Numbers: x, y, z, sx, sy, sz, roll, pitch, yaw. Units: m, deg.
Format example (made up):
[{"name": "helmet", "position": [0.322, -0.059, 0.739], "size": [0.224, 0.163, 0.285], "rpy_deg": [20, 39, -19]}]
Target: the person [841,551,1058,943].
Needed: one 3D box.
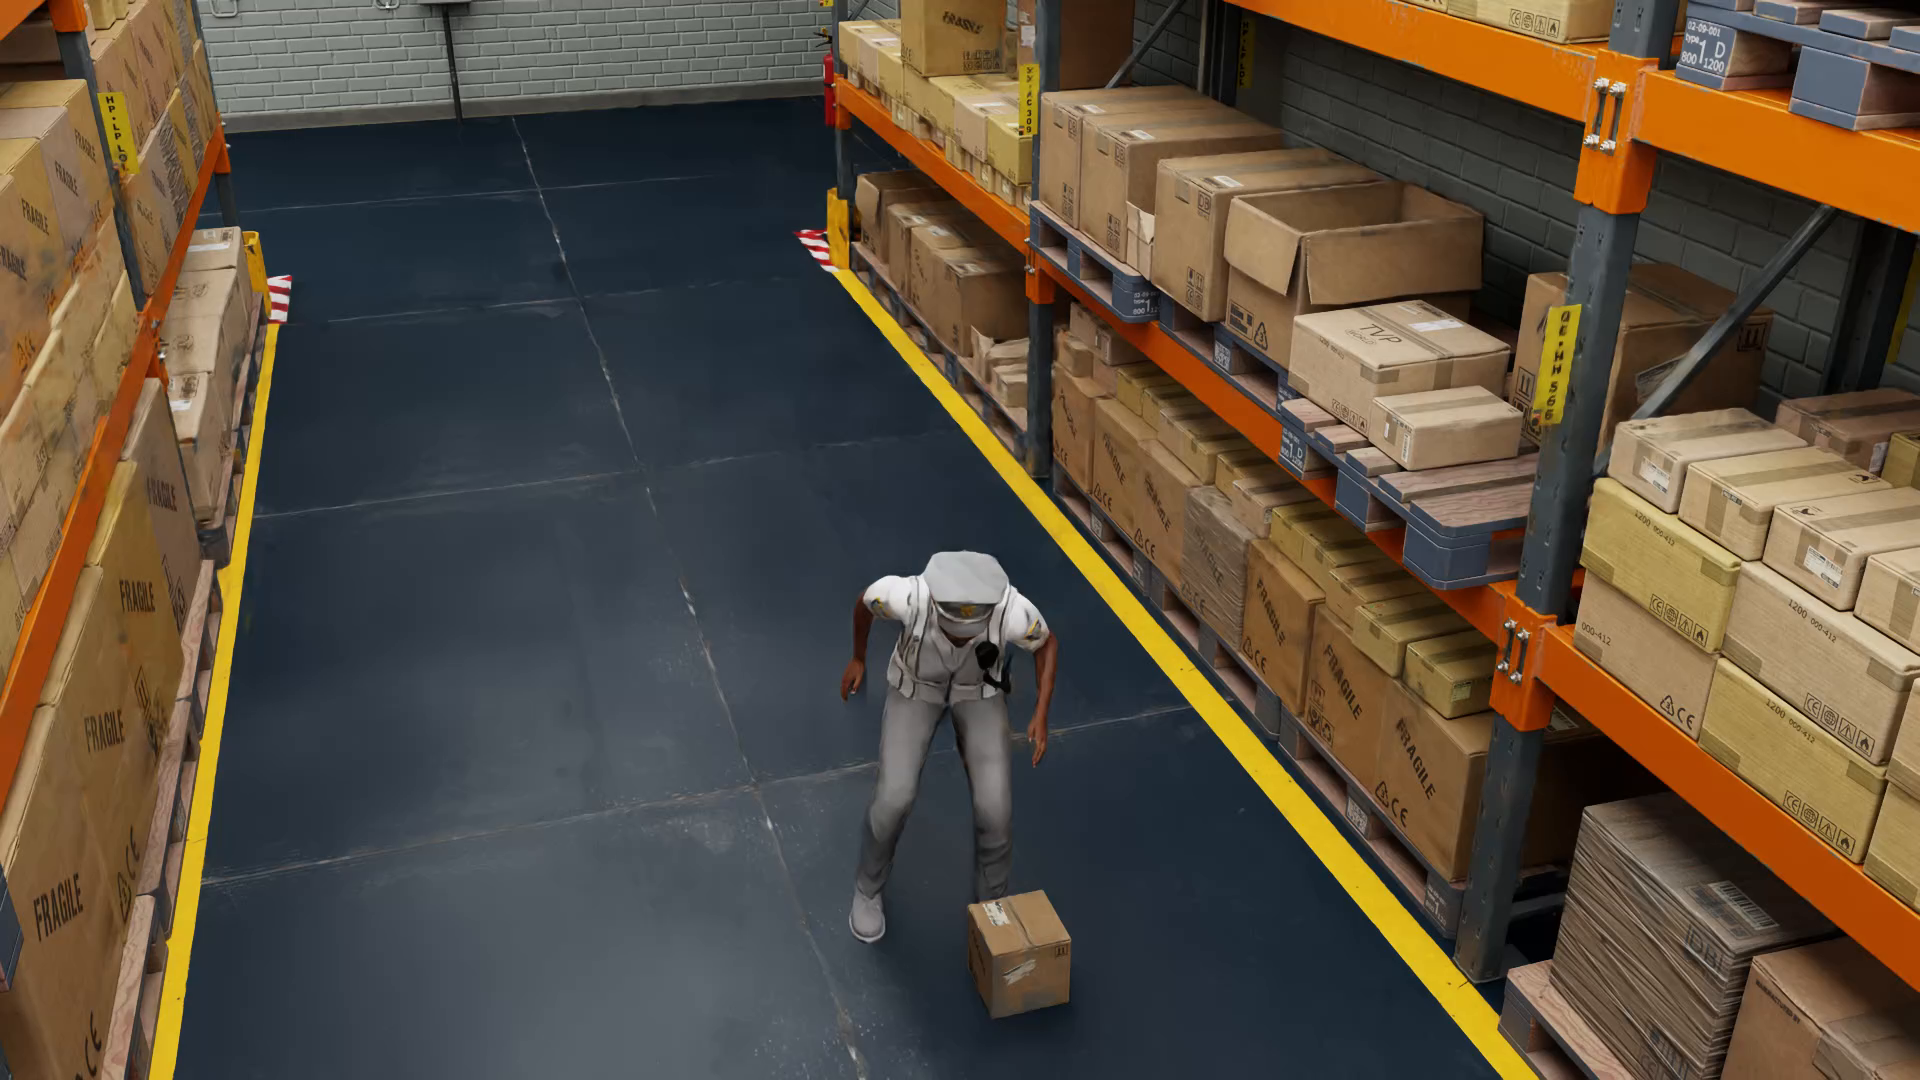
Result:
[{"name": "person", "position": [-0.035, 0.591, 5.254], "size": [0.692, 1.382, 0.708], "rpy_deg": [-1, 27, -1]}]
